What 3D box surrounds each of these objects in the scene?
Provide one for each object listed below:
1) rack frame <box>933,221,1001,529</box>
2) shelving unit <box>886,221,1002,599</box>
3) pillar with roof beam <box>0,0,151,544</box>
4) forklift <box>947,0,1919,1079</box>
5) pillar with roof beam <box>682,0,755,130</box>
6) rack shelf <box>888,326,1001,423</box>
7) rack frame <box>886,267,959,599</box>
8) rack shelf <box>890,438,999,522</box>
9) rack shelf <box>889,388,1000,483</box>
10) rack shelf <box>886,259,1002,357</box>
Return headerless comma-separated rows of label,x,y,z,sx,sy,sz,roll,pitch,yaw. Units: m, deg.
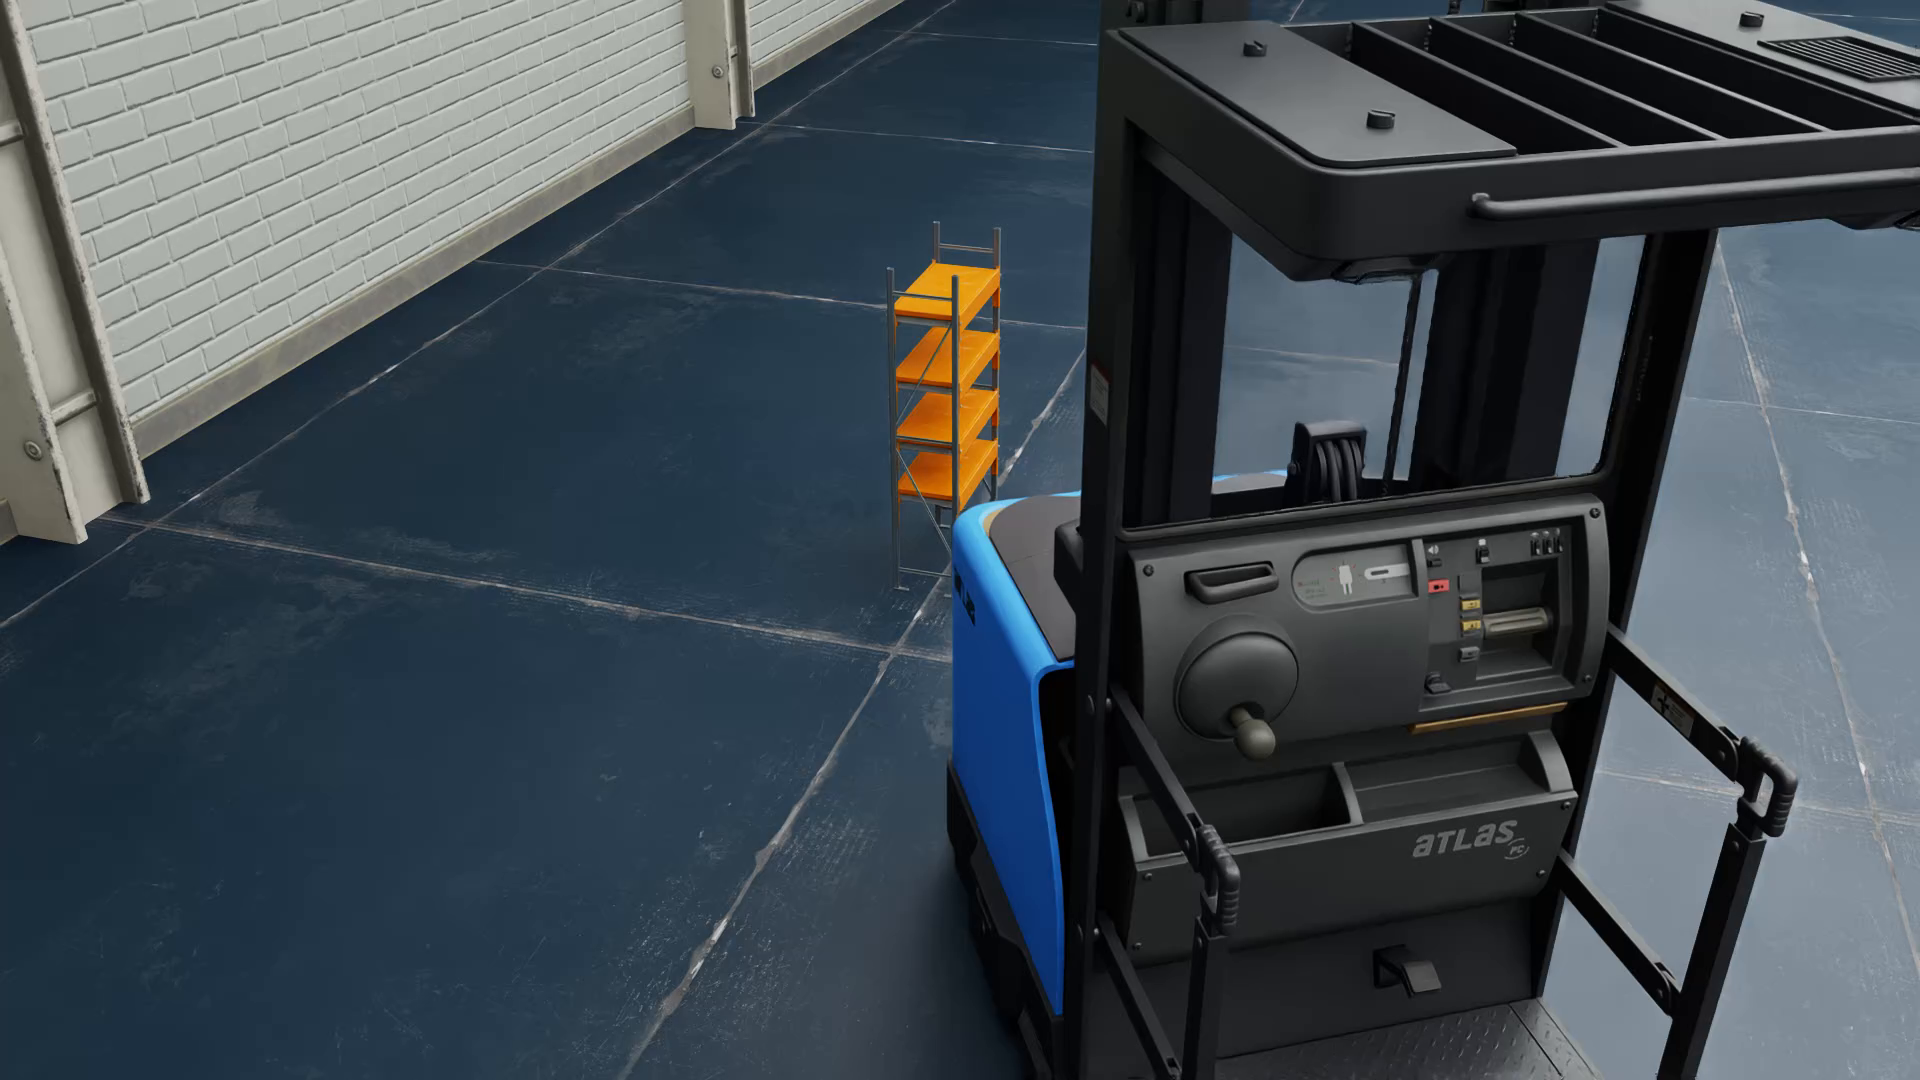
rack frame,0.023,-0.561,6.024,0.240,1.200,0.015,8,30,15
shelving unit,-0.049,-0.447,5.820,0.258,1.200,0.503,8,30,15
pillar with roof beam,0.727,-3.415,3.132,9.100,9.000,0.400,8,30,15
forklift,0.818,0.205,2.867,1.130,2.935,3.031,-7,30,-12
pillar with roof beam,2.489,-6.203,8.144,9.100,9.000,0.400,8,30,15
rack shelf,-0.049,-0.584,5.744,0.258,0.148,0.480,8,30,15
rack frame,-0.120,-0.334,5.616,0.240,1.200,0.015,8,30,15
rack shelf,-0.049,-0.215,5.949,0.258,0.148,0.480,8,30,15
rack shelf,-0.049,-0.389,5.853,0.258,0.148,0.480,8,30,15
rack shelf,-0.049,-0.791,5.629,0.258,0.148,0.480,8,30,15
